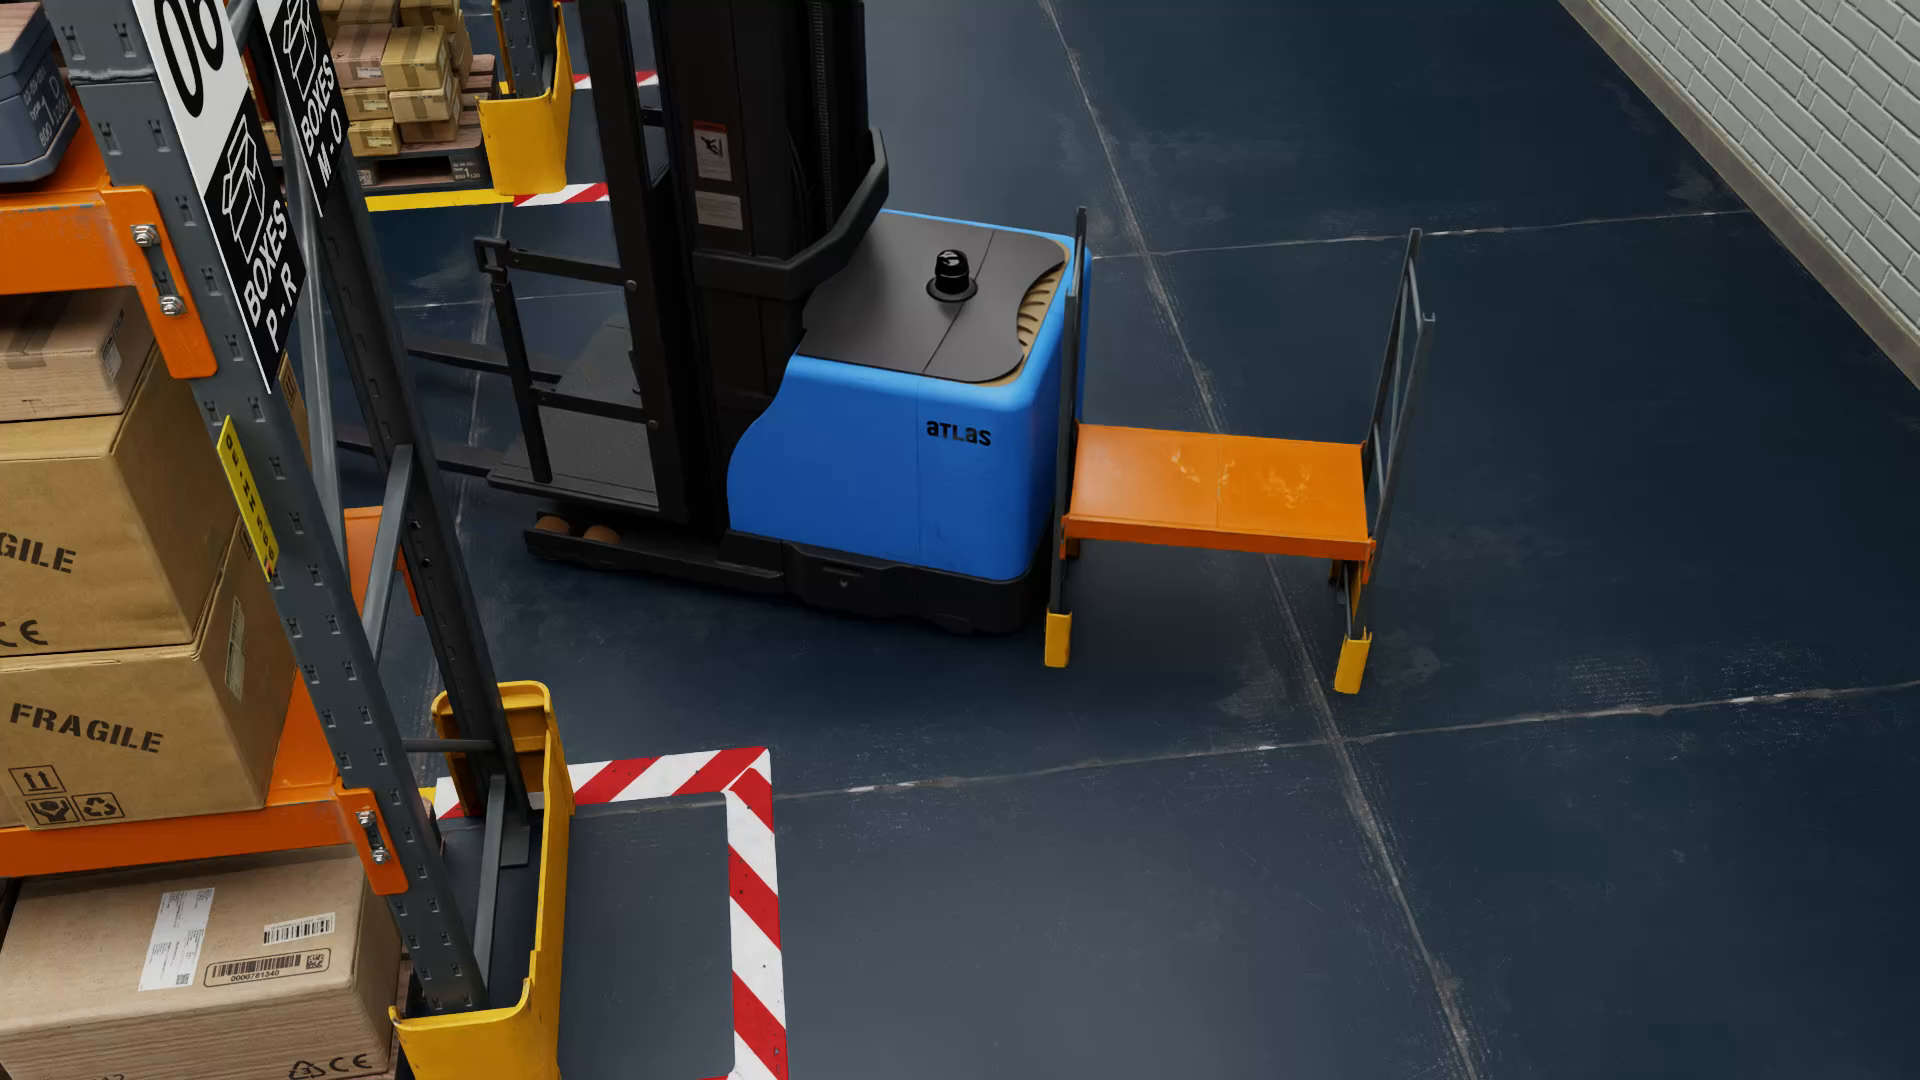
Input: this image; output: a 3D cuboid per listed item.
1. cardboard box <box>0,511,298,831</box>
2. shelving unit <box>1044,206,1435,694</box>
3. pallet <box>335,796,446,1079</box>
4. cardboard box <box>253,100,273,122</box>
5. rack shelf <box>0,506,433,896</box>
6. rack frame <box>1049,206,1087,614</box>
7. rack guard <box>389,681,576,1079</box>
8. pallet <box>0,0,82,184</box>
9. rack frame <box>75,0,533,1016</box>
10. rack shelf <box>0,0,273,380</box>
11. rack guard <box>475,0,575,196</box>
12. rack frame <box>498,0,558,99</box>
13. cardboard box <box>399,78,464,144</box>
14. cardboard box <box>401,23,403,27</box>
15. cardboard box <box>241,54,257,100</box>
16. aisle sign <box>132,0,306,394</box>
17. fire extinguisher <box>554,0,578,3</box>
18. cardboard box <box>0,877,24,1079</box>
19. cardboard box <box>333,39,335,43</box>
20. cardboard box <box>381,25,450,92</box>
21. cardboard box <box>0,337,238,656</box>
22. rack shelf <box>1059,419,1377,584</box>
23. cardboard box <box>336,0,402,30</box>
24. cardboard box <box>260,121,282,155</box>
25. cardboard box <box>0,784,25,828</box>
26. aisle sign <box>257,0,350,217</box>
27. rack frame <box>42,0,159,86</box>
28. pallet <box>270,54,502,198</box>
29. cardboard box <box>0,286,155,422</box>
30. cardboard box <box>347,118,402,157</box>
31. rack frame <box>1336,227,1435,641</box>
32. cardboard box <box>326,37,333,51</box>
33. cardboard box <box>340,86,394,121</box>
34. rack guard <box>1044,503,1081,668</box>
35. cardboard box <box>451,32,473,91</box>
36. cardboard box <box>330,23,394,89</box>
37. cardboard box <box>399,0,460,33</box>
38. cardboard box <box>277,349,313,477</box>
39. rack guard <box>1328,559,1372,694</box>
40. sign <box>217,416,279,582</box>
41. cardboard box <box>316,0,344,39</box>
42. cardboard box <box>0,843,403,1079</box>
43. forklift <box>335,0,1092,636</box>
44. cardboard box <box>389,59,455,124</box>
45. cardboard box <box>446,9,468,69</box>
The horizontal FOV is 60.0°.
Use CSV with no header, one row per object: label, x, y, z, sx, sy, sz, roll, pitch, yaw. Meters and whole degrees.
cardboard box,-1.803,0.264,3.643,0.500,0.500,0.500,-5,42,-5
shelving unit,0.863,-0.269,5.429,1.083,1.500,0.587,5,42,5
pallet,-2.142,1.240,4.718,1.213,0.211,1.003,-5,42,-6
cardboard box,-3.383,-2.167,8.005,0.250,0.149,0.380,-5,42,-6
rack shelf,-3.343,0.524,3.967,4.000,0.370,1.077,-5,42,-6
rack frame,0.349,-0.312,5.476,0.032,1.500,0.500,5,42,5
rack guard,-1.336,1.009,4.758,0.348,0.500,1.175,-5,42,-6
pallet,-2.094,-0.926,2.864,1.213,0.211,1.003,-5,42,-6
rack frame,-1.359,0.083,3.918,0.127,3.000,1.000,-5,42,-6
rack shelf,-3.343,-0.590,2.962,4.000,0.370,1.077,-5,42,-6
rack guard,-2.177,-2.261,8.383,0.348,0.500,1.175,-5,42,-6
rack frame,-2.101,-3.196,7.553,0.127,3.000,1.000,-5,42,-6
cardboard box,-2.596,-2.109,8.163,0.250,0.149,0.380,-4,42,-5
cardboard box,-2.933,-2.542,8.422,0.250,0.149,0.380,-5,42,-6
cardboard box,-3.355,-2.229,7.852,0.250,0.149,0.380,-7,42,-7
aisle sign,-1.248,-0.683,2.826,0.004,0.787,0.394,-5,42,-6
fire extinguisher,-1.792,-2.744,7.388,0.183,0.674,0.296,-5,42,-6
cardboard box,-2.907,1.087,4.404,0.875,0.438,0.875,-4,42,-4
cardboard box,-3.164,-2.462,8.333,0.250,0.149,0.380,-4,42,-5
cardboard box,-2.594,-2.300,7.931,0.250,0.149,0.380,-5,42,-5
cardboard box,-1.807,-0.125,3.328,0.500,0.500,0.500,-4,42,-4
rack shelf,0.854,-0.136,5.550,1.000,0.185,0.538,5,42,5
cardboard box,-2.923,-2.590,8.253,0.250,0.149,0.380,-4,42,-5
cardboard box,-3.354,-2.023,8.068,0.250,0.149,0.380,-5,42,-5
cardboard box,-2.303,0.297,3.606,0.500,0.500,0.500,-6,42,-6
aisle sign,-1.326,-1.081,3.268,0.004,0.787,0.394,-5,42,-6
rack frame,-1.359,-2.145,1.909,0.127,3.000,1.000,-5,42,-6
pallet,-2.987,-2.106,8.428,1.213,0.211,1.003,-5,42,-6
cardboard box,-1.689,-0.402,3.151,0.250,0.149,0.380,-4,42,-5
cardboard box,-2.838,-2.019,8.064,0.250,0.149,0.380,-4,42,-4
rack frame,1.358,-0.228,5.383,0.032,1.500,0.500,5,42,5
cardboard box,-3.090,-2.209,7.830,0.250,0.149,0.380,-6,42,-6
cardboard box,-2.854,-2.181,8.021,0.250,0.149,0.380,-6,42,-7
rack guard,0.369,0.154,5.893,0.087,0.250,0.587,5,42,5
cardboard box,-2.662,-2.460,8.553,0.250,0.149,0.380,-4,42,-5
cardboard box,-2.850,-2.316,7.949,0.250,0.149,0.380,-4,42,-5
cardboard box,-2.665,-2.694,8.368,0.250,0.149,0.380,-7,42,-7
cardboard box,-1.873,-0.103,4.050,0.500,0.500,0.500,-5,42,-6
rack guard,1.357,0.236,5.802,0.087,0.250,0.587,5,42,5
sign,-1.303,-0.073,3.050,0.005,0.325,0.100,-5,42,-6
cardboard box,-3.189,-2.653,8.323,0.250,0.149,0.380,-5,42,-6
cardboard box,-2.001,1.002,4.499,0.875,0.438,0.875,-6,42,-7
forklift,-1.100,-1.305,5.509,3.031,2.935,1.130,11,43,12
cardboard box,-2.588,-2.168,8.007,0.250,0.149,0.380,-6,42,-7
cardboard box,-2.654,-2.528,8.406,0.250,0.149,0.380,-3,42,-4
